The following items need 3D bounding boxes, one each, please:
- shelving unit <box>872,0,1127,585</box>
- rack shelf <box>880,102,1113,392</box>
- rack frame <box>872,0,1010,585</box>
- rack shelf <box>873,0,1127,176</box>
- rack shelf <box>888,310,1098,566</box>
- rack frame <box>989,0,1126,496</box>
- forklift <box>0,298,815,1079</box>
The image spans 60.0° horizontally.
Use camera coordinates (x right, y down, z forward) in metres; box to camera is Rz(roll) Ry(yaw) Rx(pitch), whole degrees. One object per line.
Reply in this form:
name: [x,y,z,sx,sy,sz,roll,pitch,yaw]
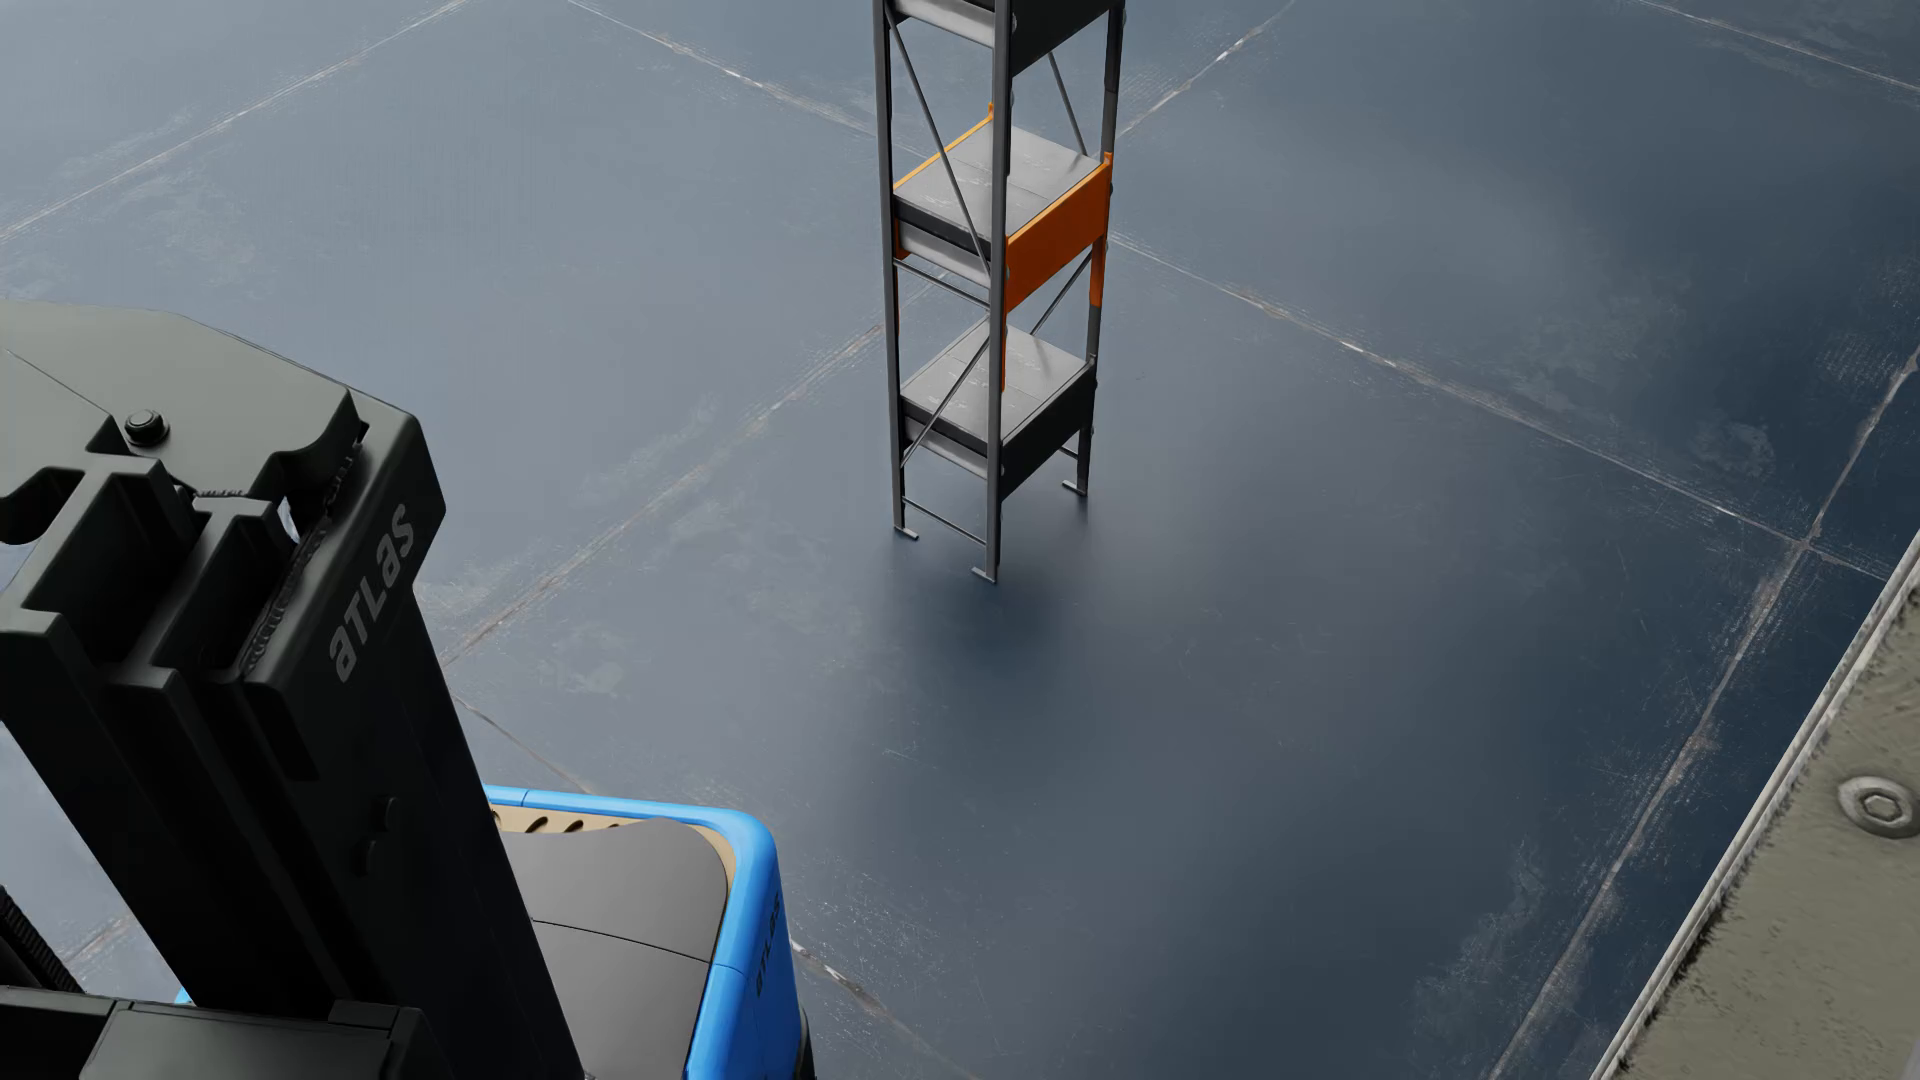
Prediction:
shelving unit: [0.101,-0.820,4.581,0.431,2.100,0.503,29,53,25]
rack shelf: [0.101,-0.811,4.591,0.431,0.518,0.480,29,53,25]
rack frame: [-0.048,-0.680,4.448,0.400,2.100,0.015,29,53,25]
rack shelf: [0.101,-1.294,4.085,0.431,0.518,0.480,29,53,25]
rack shelf: [0.101,-0.327,5.097,0.431,0.518,0.480,29,53,25]
rack frame: [0.250,-0.960,4.715,0.400,2.100,0.015,29,53,25]
forklift: [-1.034,1.284,1.996,1.130,2.935,3.031,5,47,5]
